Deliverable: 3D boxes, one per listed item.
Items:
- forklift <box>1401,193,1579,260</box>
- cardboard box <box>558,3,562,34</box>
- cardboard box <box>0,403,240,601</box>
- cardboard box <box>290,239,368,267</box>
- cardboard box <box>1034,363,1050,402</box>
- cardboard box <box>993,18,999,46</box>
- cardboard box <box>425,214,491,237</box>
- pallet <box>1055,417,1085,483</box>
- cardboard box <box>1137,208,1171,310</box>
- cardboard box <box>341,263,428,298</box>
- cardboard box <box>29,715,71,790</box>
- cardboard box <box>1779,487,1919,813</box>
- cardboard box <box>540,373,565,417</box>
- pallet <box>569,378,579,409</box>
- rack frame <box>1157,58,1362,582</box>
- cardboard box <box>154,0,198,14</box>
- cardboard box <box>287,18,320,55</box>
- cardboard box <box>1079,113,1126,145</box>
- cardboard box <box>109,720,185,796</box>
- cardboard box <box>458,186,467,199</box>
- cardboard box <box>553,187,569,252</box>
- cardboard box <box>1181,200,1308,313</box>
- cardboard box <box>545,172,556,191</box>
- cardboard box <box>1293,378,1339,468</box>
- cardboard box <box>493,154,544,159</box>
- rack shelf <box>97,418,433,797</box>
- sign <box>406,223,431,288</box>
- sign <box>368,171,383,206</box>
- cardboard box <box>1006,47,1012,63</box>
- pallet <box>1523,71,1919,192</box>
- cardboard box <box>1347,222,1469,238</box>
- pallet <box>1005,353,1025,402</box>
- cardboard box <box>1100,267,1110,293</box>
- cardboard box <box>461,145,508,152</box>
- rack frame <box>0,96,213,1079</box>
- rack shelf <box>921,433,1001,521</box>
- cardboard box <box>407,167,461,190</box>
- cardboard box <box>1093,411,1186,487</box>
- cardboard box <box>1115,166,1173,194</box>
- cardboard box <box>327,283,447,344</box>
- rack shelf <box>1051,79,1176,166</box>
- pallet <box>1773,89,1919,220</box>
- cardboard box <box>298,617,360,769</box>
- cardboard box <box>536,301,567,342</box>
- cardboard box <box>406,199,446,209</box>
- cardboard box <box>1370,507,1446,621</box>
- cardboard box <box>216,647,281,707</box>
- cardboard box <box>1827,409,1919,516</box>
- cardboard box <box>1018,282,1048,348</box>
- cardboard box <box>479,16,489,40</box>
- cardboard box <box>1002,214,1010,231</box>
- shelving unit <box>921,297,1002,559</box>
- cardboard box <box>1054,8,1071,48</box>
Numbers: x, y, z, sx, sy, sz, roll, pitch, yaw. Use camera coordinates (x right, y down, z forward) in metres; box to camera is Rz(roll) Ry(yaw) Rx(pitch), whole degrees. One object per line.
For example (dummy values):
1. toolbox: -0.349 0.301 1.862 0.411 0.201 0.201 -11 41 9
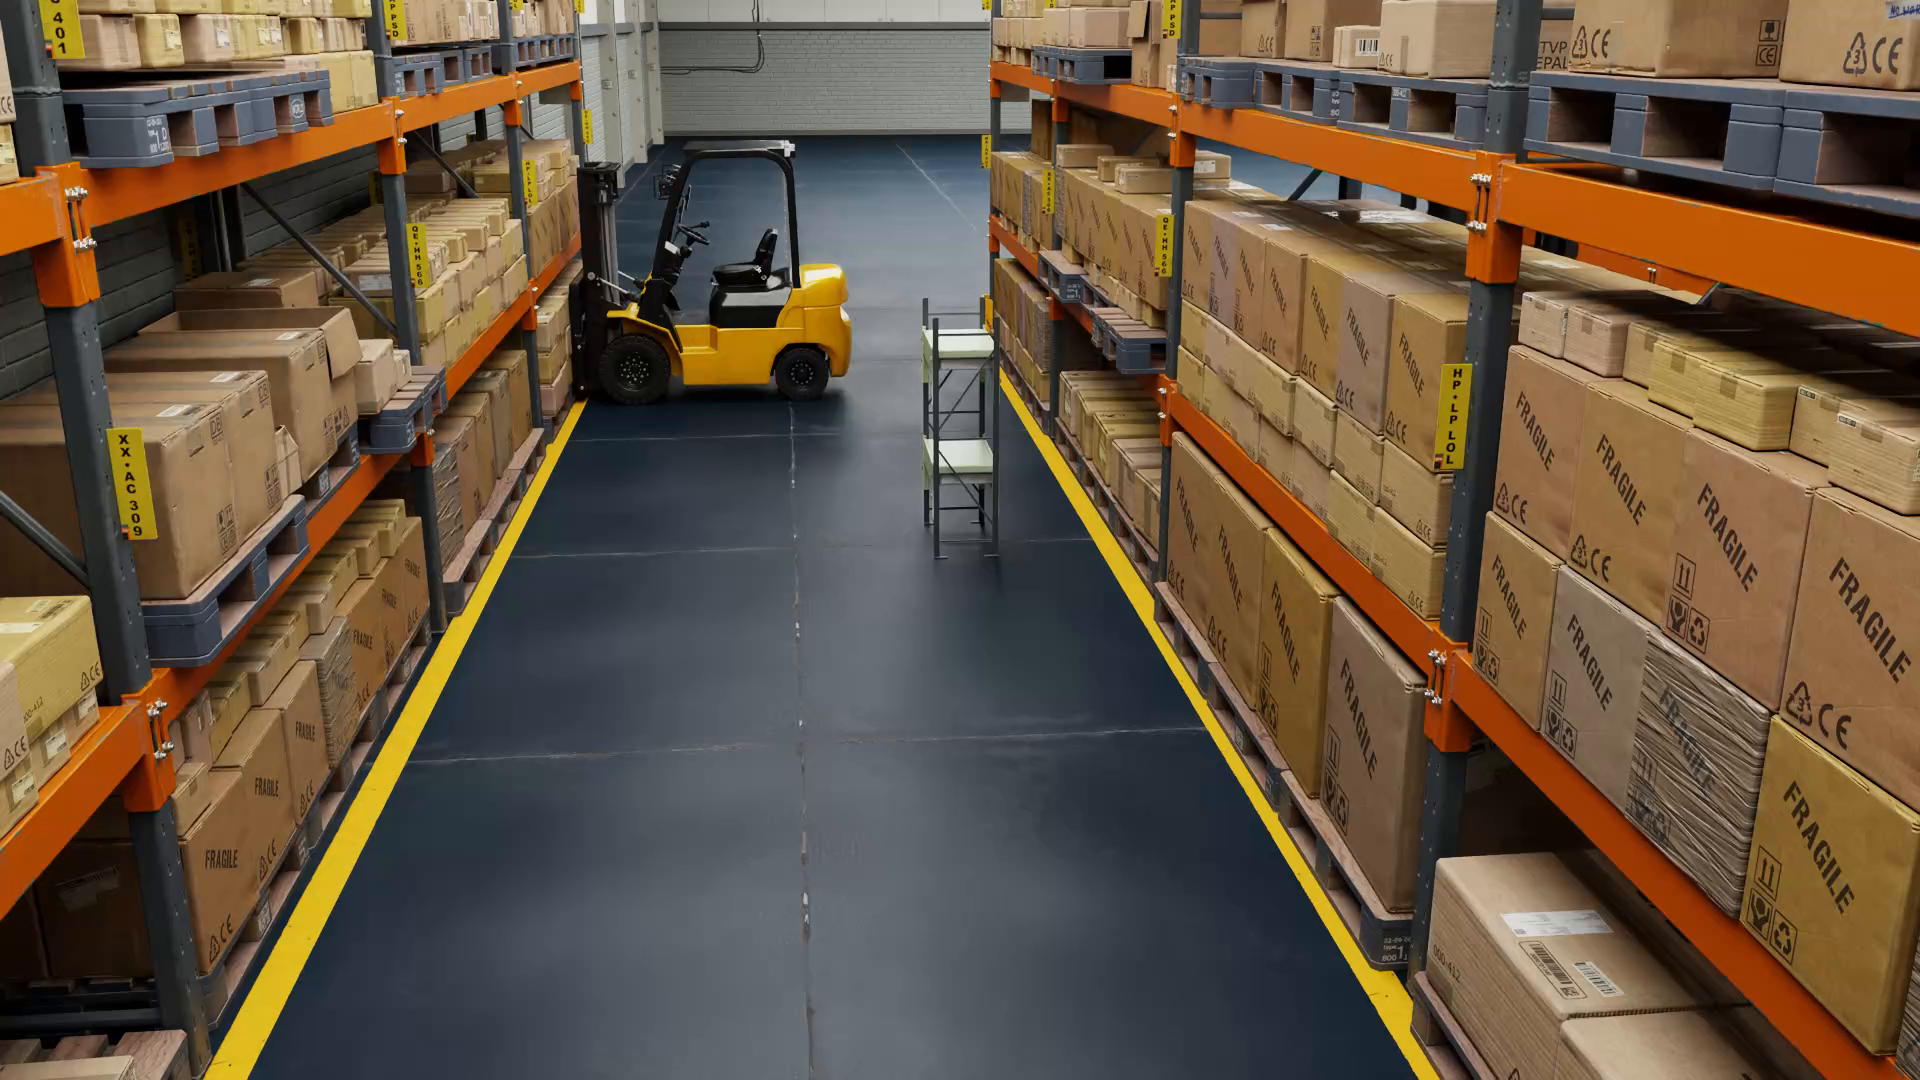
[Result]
1. forklift: 3.293 -1.594 10.860 1.130 2.935 3.031 -1 17 -4
2. cardboard box: -3.719 -4.602 14.677 0.396 0.266 0.258 -2 18 -5
3. cardboard box: -2.722 -0.124 5.197 0.700 0.500 0.500 -1 17 -4
4. cardboard box: -3.690 -1.669 9.737 0.380 0.149 0.250 -2 18 -6
5. cardboard box: 0.889 -1.319 13.761 0.500 0.250 0.500 -1 17 -3
6. cardboard box: 0.591 -4.798 15.699 0.500 0.250 0.500 -2 18 -7
7. cardboard box: -3.322 -2.066 10.999 0.380 0.149 0.250 -2 18 -7
8. pallet: 1.299 -0.701 12.557 1.003 0.211 1.213 -2 18 -6
9. cardboard box: 1.306 -1.588 9.363 0.500 0.500 0.500 -2 18 -7
10. cardboard box: -3.047 -1.378 8.809 0.380 0.149 0.250 -1 17 -4
11. cardboard box: -2.562 0.559 4.309 0.380 0.149 0.250 -1 17 -4
12. cardboard box: 1.987 0.199 3.199 0.500 0.500 0.500 -2 18 -6
13. cardboard box: -3.440 -1.151 13.226 0.500 0.250 0.500 -2 18 -5
14. pallet: -3.889 -1.381 14.723 1.003 0.211 1.213 -2 18 -6
15. rack frame: 1.630 -1.071 9.082 1.000 3.000 0.127 -2 18 -6
16. cardboard box: -2.571 -1.683 5.077 0.380 0.149 0.250 -2 18 -7
17. cardboard box: -2.953 -2.139 7.059 0.380 0.149 0.250 -2 18 -6
18. cardboard box: 1.356 -3.220 13.594 0.700 0.500 0.500 -2 18 -5
19. cardboard box: -2.727 0.703 5.324 0.380 0.149 0.250 -2 18 -7
20. cardboard box: -4.088 -2.706 13.039 0.380 0.149 0.250 -1 17 -4
21. cardboard box: -3.660 -2.753 14.270 0.500 0.500 0.500 -2 18 -5
22. cardboard box: 1.437 -1.442 8.425 0.500 0.500 0.500 -2 18 -7
23. cardboard box: -3.631 -3.030 14.071 0.380 0.149 0.250 -2 18 -7
24. cardboard box: 1.637 -0.473 6.592 0.500 0.250 0.500 -1 17 -4
25. cardboard box: -3.713 -3.167 14.010 0.380 0.149 0.250 -2 18 -5
26. rack shelf: -3.101 0.022 6.799 1.077 0.370 4.000 -2 18 -6
27. sign: -2.768 -1.451 8.490 0.100 0.325 0.005 -2 18 -6
28. sign: -4.272 -2.542 12.188 0.100 0.325 0.005 -2 18 -6
29. cardboard box: 0.625 -4.502 15.420 0.380 0.149 0.250 -1 17 -4
30. pallet: 2.116 -1.024 4.072 1.003 0.211 1.213 -2 18 -6
31. cardboard box: 2.049 -1.149 7.494 0.500 0.500 0.500 -2 18 -6
32. pallet: 0.984 -1.496 15.090 1.003 0.211 1.213 -2 18 -6
33. cardboard box: 1.123 -1.701 10.807 0.380 0.149 0.250 -2 18 -7
34. cardboard box: -4.265 -3.461 14.948 0.380 0.149 0.250 -2 18 -5
35. rack frame: -2.895 0.275 4.794 1.000 3.000 0.127 -2 18 -6
36. rack shelf: -0.001 -0.407 10.556 0.431 0.370 0.720 -2 18 -6
37. cardboard box: -4.038 -2.770 12.744 0.380 0.149 0.250 -2 18 -7
38. cardboard box: 1.425 -0.632 11.369 0.950 0.372 0.625 -1 17 -4
39. cardboard box: 1.180 -2.249 10.387 0.380 0.149 0.250 -3 18 -8
40. cardboard box: -3.085 -1.224 8.985 0.500 0.250 0.500 -2 18 -6
41. rack shelf: 1.423 -2.755 10.638 1.077 0.370 4.000 -2 18 -6
42. pallet: 2.239 -0.662 2.917 1.003 0.211 1.213 -2 18 -6
43. cardboard box: -2.880 0.654 7.058 0.500 0.500 0.500 -2 18 -8
44. cardboard box: -3.500 -1.781 13.561 0.500 0.250 0.500 -2 18 -6
45. cardboard box: -3.897 -2.354 11.919 0.380 0.149 0.250 -2 18 -7
46. cardboard box: 1.745 0.066 5.709 0.500 0.250 0.500 -2 18 -7
47. cardboard box: -2.841 0.529 6.372 0.380 0.149 0.250 -2 18 -6
48. cardboard box: 1.955 -0.157 3.251 0.380 0.149 0.250 -2 18 -5
49. cardboard box: 0.781 -1.981 14.616 0.500 0.500 0.500 -1 17 -3
50. cardboard box: -3.304 -3.350 10.882 0.380 0.149 0.250 -2 18 -6
51. cardboard box: 0.601 -2.994 15.625 0.380 0.149 0.250 -2 17 -5
52. shelving unit: -0.001 -0.718 10.459 0.431 1.500 0.755 -2 18 -6
53. cardboard box: 0.932 -3.485 11.313 0.500 0.250 0.500 -2 18 -6
